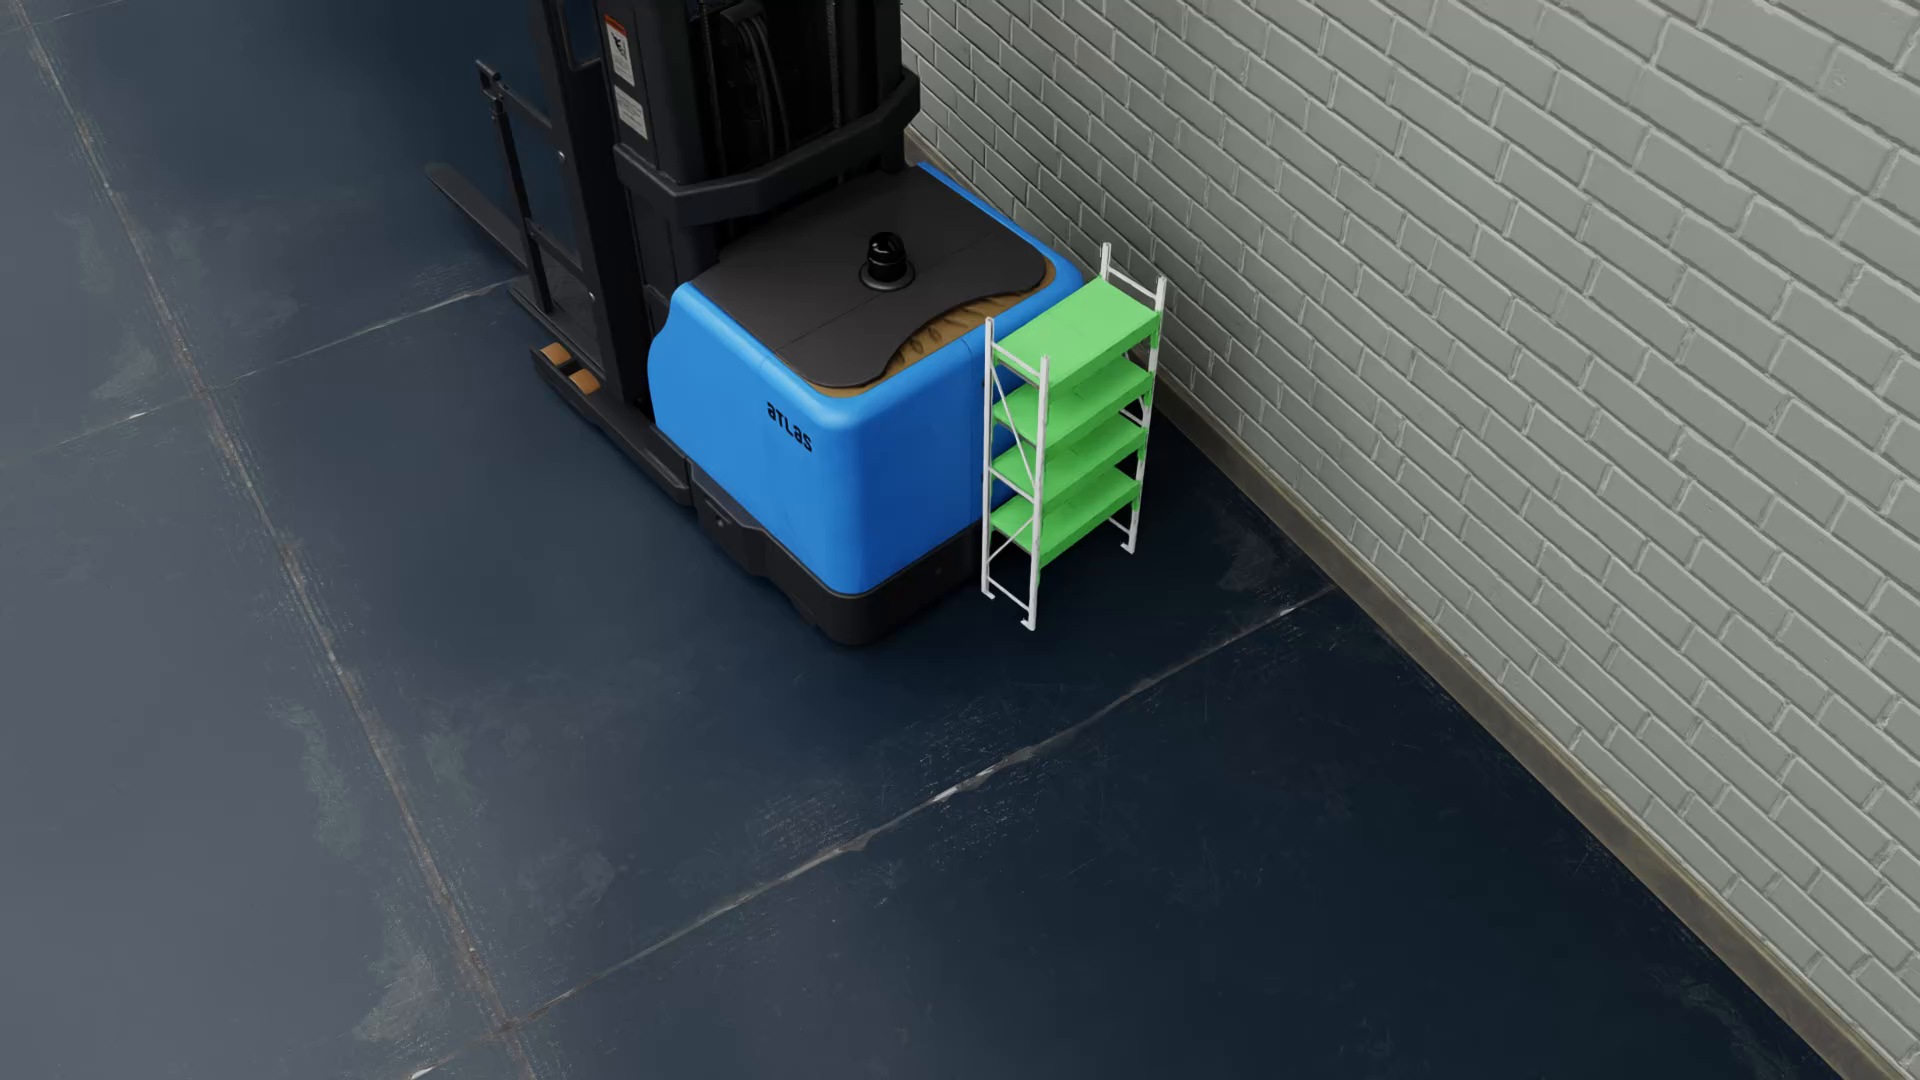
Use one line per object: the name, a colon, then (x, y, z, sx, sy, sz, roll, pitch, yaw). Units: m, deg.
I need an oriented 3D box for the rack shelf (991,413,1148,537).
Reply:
rack shelf: (0.336, -0.249, 5.254, 0.480, 0.148, 0.258, -36, 57, -27)

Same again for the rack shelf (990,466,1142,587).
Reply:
rack shelf: (0.336, -0.089, 5.433, 0.480, 0.148, 0.258, -36, 57, -27)

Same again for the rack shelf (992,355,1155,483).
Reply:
rack shelf: (0.336, -0.409, 5.075, 0.480, 0.148, 0.258, -36, 57, -27)

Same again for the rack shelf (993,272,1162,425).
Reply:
rack shelf: (0.336, -0.568, 4.895, 0.480, 0.148, 0.258, -36, 57, -27)

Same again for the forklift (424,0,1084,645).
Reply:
forklift: (-0.950, -1.664, 5.270, 1.130, 2.935, 3.031, -33, 56, -26)

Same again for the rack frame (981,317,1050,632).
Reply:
rack frame: (0.160, -0.165, 5.093, 0.015, 1.200, 0.240, -36, 57, -27)

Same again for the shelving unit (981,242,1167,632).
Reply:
shelving unit: (0.336, -0.291, 5.206, 0.503, 1.200, 0.258, -36, 57, -27)

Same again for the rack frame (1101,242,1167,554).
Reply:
rack frame: (0.512, -0.418, 5.319, 0.015, 1.200, 0.240, -36, 57, -27)
